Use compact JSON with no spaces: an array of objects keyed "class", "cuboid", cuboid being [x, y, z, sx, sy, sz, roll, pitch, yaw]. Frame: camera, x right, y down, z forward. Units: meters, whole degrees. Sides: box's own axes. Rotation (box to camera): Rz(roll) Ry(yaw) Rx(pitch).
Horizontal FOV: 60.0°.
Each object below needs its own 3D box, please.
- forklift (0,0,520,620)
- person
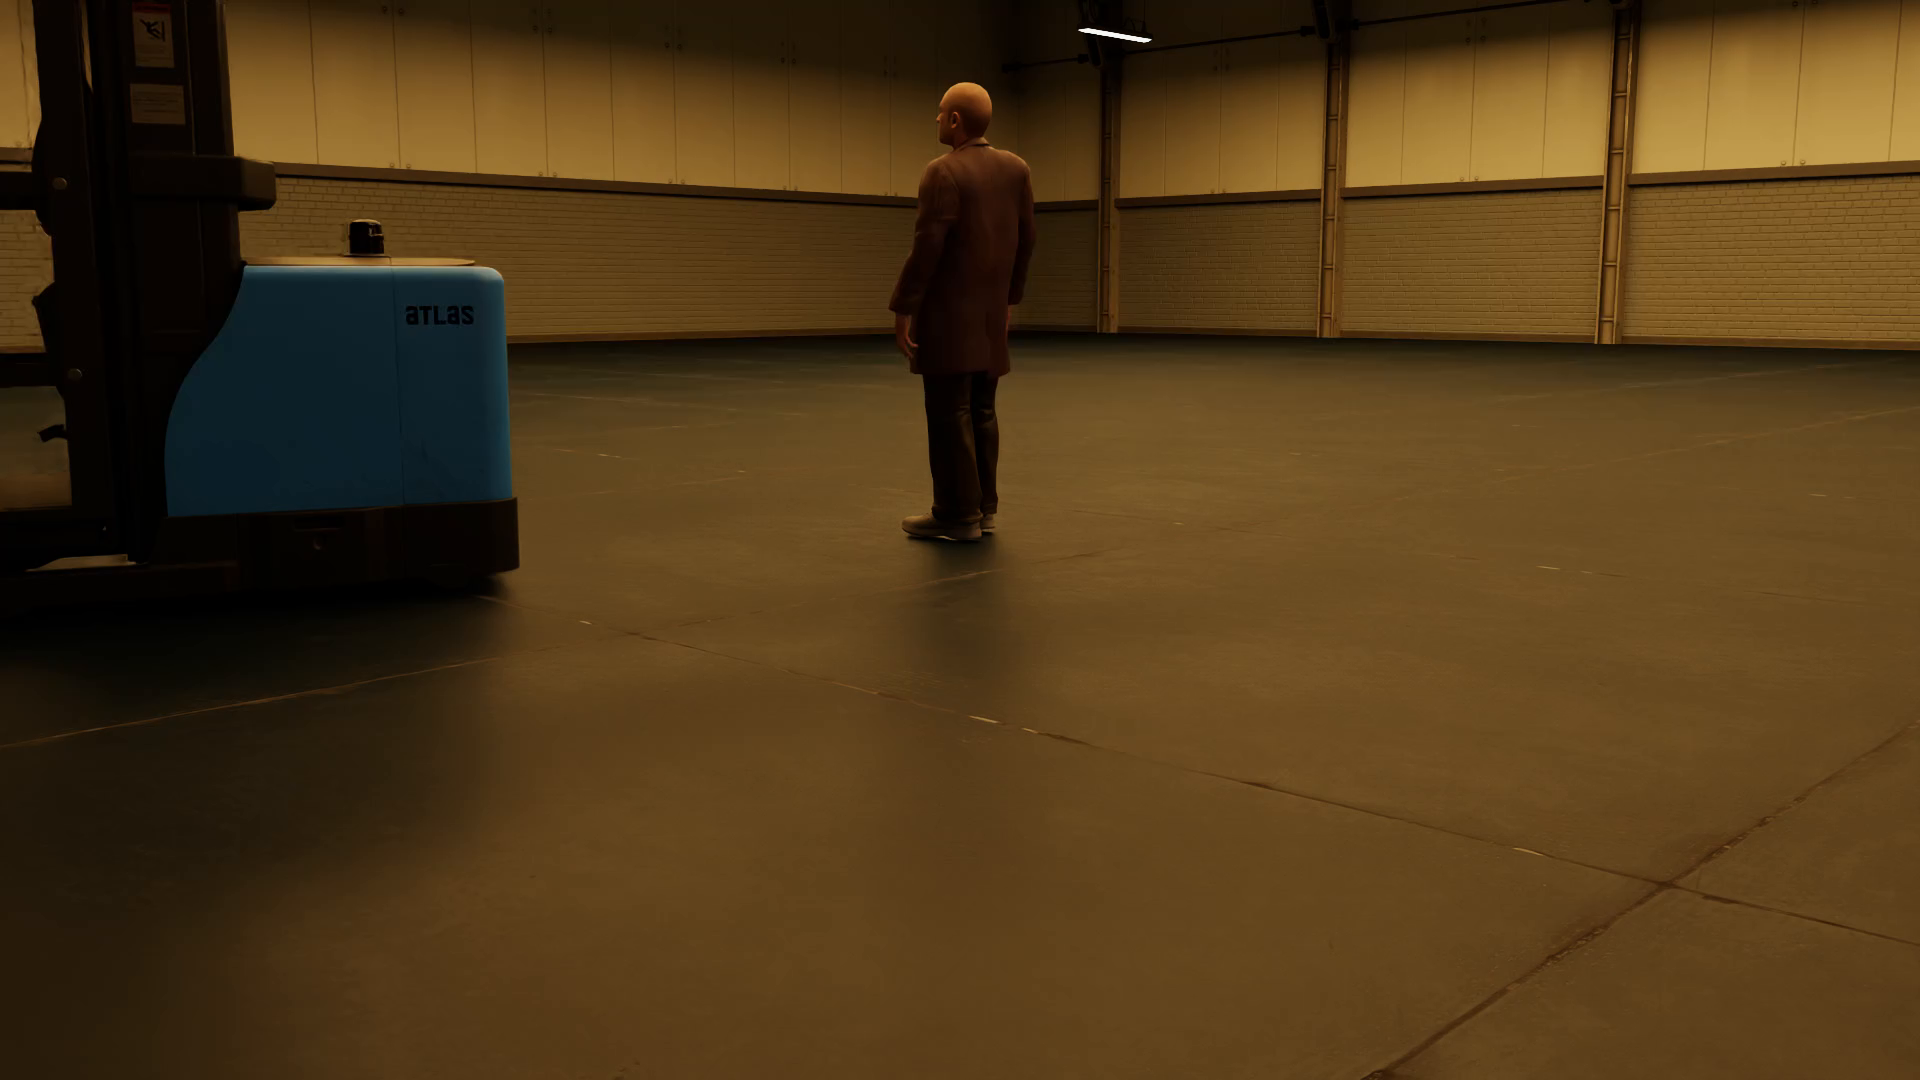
[{"class":"forklift","cuboid":[-3.049,-1.252,5.191,3.031,2.935,1.130,-4,9,-24]},{"class":"person","cuboid":[-0.064,-0.896,6.650,0.579,1.778,0.696,8,12,43]}]
